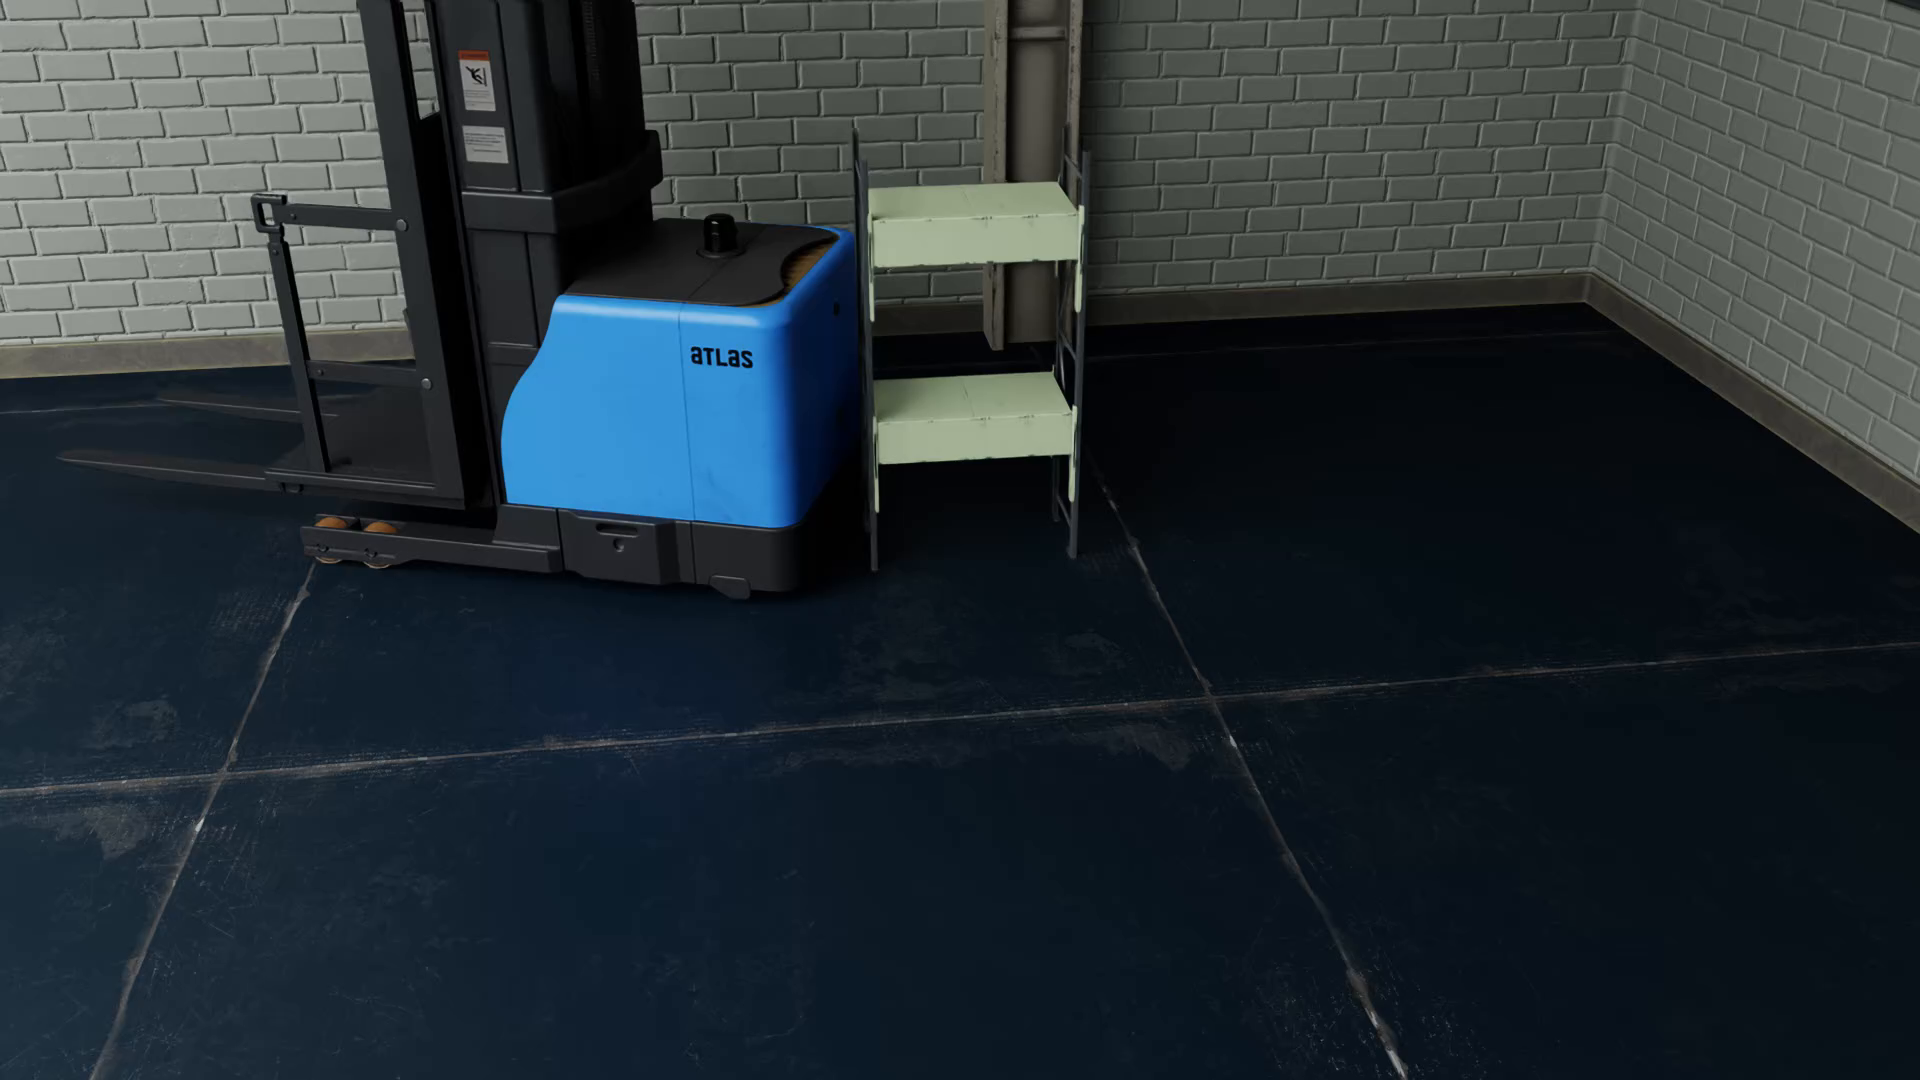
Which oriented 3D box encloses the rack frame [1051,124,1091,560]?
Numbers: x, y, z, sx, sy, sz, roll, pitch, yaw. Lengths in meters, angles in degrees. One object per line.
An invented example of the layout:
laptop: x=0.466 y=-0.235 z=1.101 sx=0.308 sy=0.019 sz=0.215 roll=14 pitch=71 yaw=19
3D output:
rack frame: x=0.392 y=-0.687 z=5.945 sx=0.023 sy=1.500 sz=0.400 roll=-3 pitch=27 yaw=-7

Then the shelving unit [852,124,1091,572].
shelving unit: x=0.029 y=-0.665 z=5.902 sx=0.755 sy=1.500 sz=0.431 roll=-3 pitch=27 yaw=-7

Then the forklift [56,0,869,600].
forklift: x=-1.921 y=-1.427 z=5.821 sx=3.031 sy=2.935 sz=1.130 roll=5 pitch=28 yaw=11

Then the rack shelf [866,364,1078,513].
rack shelf: x=0.029 y=-0.375 z=6.051 sx=0.720 sy=0.370 sz=0.431 roll=-3 pitch=27 yaw=-7

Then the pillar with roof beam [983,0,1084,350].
pillar with roof beam: x=0.931 y=-3.056 z=2.349 sx=0.400 sy=9.000 sz=9.100 roll=-4 pitch=27 yaw=-7

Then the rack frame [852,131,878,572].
rack frame: x=-0.334 y=-0.643 z=5.860 sx=0.023 sy=1.500 sz=0.400 roll=-3 pitch=27 yaw=-7

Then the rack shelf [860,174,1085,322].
rack shelf: x=0.029 y=-1.012 z=5.724 sx=0.720 sy=0.370 sz=0.431 roll=-3 pitch=27 yaw=-7
